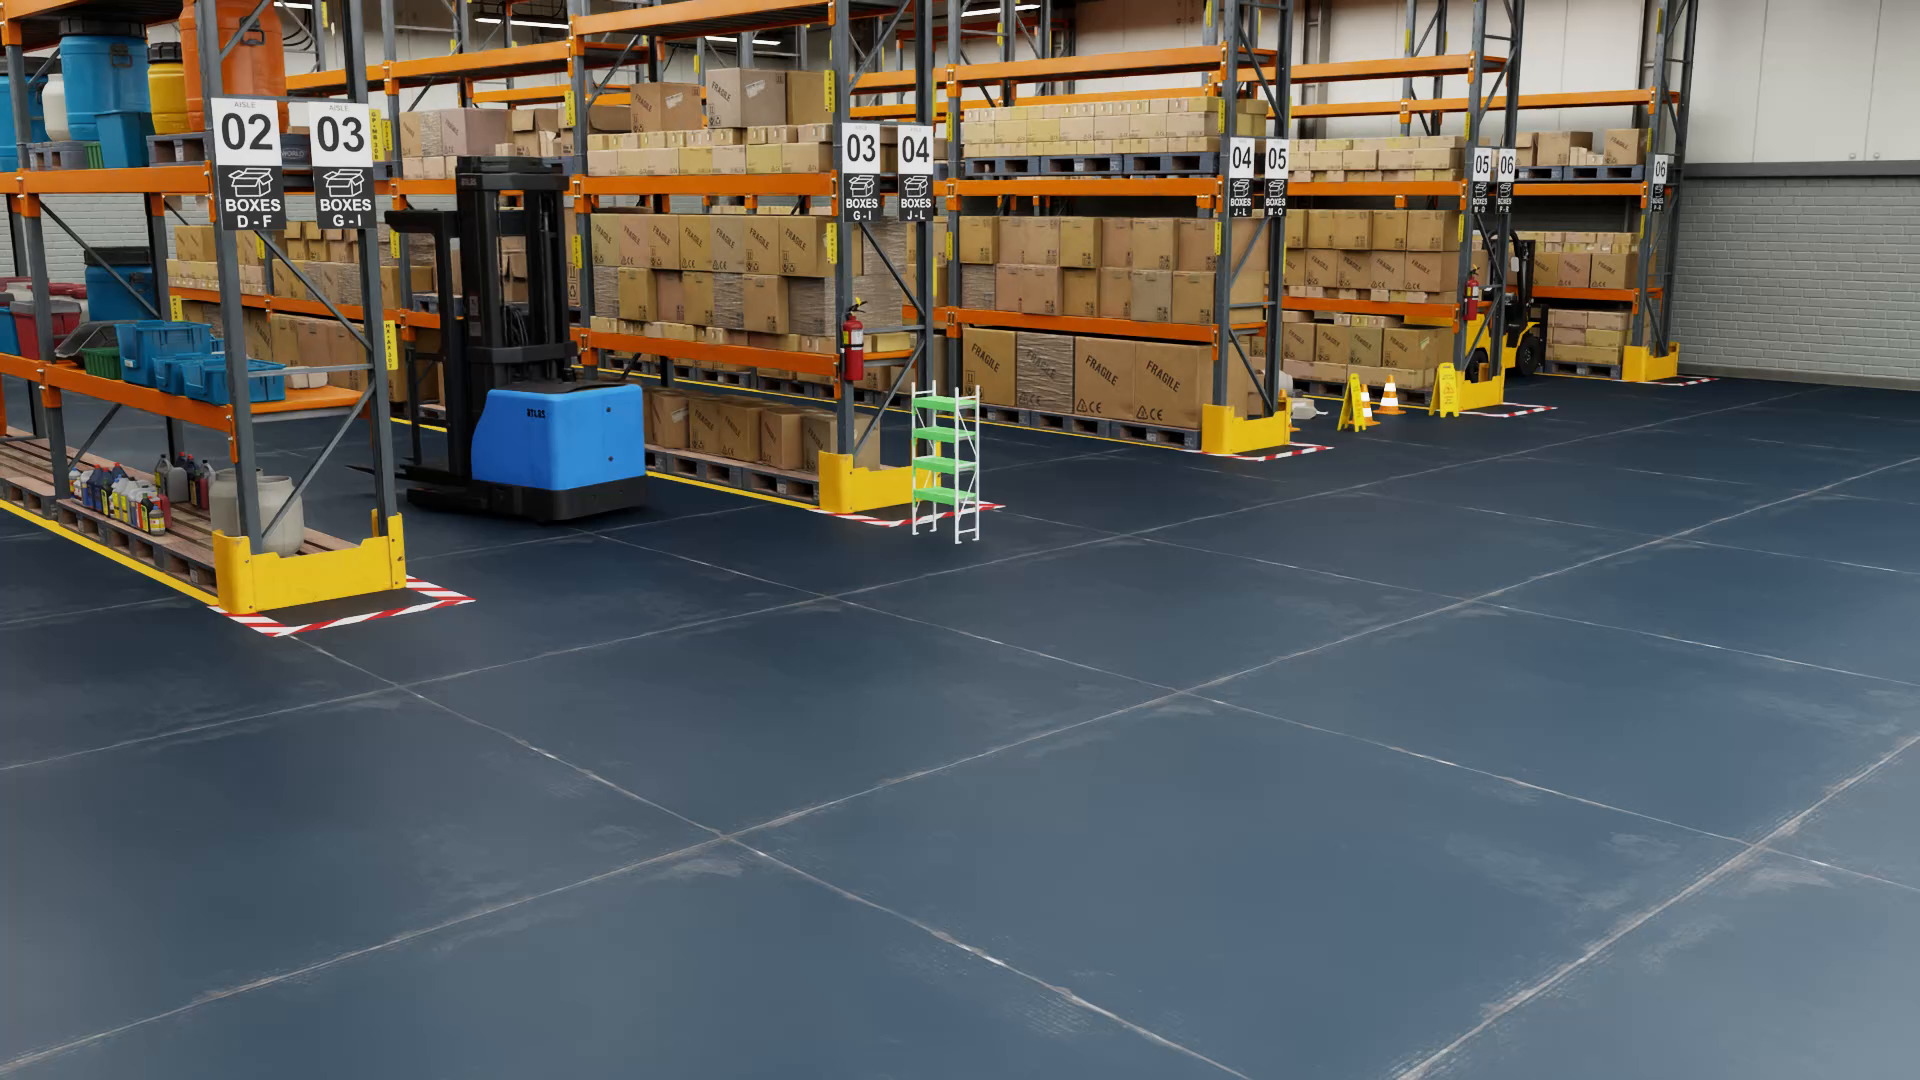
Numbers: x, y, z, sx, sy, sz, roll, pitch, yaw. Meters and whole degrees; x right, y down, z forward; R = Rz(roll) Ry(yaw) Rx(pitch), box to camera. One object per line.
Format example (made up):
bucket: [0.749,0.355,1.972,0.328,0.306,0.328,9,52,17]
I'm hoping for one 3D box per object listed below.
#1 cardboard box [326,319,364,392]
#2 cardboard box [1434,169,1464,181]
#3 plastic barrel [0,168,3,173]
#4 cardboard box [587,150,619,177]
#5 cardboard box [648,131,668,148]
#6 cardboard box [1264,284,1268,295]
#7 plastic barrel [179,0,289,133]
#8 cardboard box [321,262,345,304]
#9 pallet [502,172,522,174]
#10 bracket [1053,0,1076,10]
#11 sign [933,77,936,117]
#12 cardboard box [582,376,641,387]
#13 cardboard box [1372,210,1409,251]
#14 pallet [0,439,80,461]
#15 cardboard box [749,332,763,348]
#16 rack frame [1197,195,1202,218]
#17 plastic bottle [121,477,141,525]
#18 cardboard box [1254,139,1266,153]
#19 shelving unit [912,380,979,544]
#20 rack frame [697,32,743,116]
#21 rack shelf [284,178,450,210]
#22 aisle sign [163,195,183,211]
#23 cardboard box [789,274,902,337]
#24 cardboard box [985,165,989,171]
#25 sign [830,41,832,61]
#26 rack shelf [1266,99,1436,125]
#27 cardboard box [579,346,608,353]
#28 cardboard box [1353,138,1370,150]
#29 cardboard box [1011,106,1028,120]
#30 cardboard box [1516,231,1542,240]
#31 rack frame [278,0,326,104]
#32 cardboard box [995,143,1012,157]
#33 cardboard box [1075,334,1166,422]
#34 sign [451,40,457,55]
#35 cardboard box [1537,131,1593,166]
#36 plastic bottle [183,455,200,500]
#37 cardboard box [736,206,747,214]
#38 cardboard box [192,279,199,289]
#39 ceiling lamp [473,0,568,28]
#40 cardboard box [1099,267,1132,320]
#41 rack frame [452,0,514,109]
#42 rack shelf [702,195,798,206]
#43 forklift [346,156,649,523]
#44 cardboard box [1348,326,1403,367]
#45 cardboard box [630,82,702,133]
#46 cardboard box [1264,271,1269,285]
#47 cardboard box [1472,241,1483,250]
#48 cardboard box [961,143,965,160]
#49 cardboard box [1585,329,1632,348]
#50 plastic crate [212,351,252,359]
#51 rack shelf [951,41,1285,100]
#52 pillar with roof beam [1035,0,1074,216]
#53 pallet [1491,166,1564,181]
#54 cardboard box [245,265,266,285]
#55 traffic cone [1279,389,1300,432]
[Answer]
cardboard box: [-7.228,-2.347,21.096,1.225,0.875,0.875,-11,16,-42]
cardboard box: [6.087,-4.520,20.606,0.380,0.149,0.250,-11,16,-42]
plastic barrel: [-7.936,-3.528,13.924,0.600,0.901,0.600,0,12,0]
cardboard box: [-3.269,-3.658,16.171,0.500,0.250,0.500,11,16,43]
cardboard box: [-2.666,-3.711,15.443,0.380,0.149,0.250,-11,16,-44]
cardboard box: [4.322,-3.426,22.728,0.380,0.149,0.250,-10,15,-41]
plastic barrel: [-4.642,-3.028,10.637,0.600,0.830,0.708,-11,16,-43]
cardboard box: [-7.728,-3.257,21.040,0.500,0.500,0.500,-10,16,-41]
pallet: [-4.462,-3.997,17.909,1.213,0.211,1.003,-11,16,-43]
bracket: [2.037,-10.423,32.281,0.235,0.232,0.430,-11,16,-43]
sign: [-0.240,-3.753,14.093,0.100,0.325,0.005,-11,16,-43]
cardboard box: [-3.803,-1.447,17.608,0.500,0.500,0.700,10,15,41]
cardboard box: [5.681,-3.964,21.257,0.700,0.500,0.500,-11,16,-42]
pallet: [-9.232,-0.773,16.140,1.003,0.211,1.213,-11,16,-43]
cardboard box: [-1.664,-1.816,14.917,0.380,0.149,0.250,-11,16,-43]
rack frame: [4.598,-5.021,29.847,1.000,3.000,0.127,-11,16,-43]
plastic bottle: [-6.167,-0.299,12.404,0.144,0.351,0.185,-10,15,-40]
cardboard box: [3.020,-4.152,17.530,0.380,0.149,0.250,-11,16,-42]
shelving unit: [-0.114,-0.612,12.908,0.258,1.200,0.503,-11,16,-43]
rack frame: [-4.514,-8.434,31.549,1.000,3.000,0.127,-11,16,-43]
rack shelf: [-7.538,-4.356,20.971,1.077,0.370,4.000,-11,16,-43]
aisle sign: [-11.948,-5.357,25.037,0.394,0.787,0.004,-11,16,-43]
cardboard box: [-0.992,-2.059,14.485,0.875,0.500,0.500,-11,16,-43]
cardboard box: [0.641,-6.088,26.296,0.637,0.503,0.797,11,16,42]
sign: [-2.170,-8.312,28.247,0.100,0.325,0.005,-11,16,-43]
rack shelf: [5.980,-7.119,27.938,1.077,0.370,4.000,-11,16,-43]
cardboard box: [-5.779,-3.027,26.193,0.380,0.149,0.250,-11,16,-42]
cardboard box: [5.285,-5.106,21.475,0.250,0.149,0.380,11,16,44]
cardboard box: [0.796,-4.820,18.797,0.380,0.149,0.250,-11,16,-43]
cardboard box: [8.660,-4.611,25.268,0.380,0.149,0.250,-11,16,-42]
rack frame: [-8.919,-6.469,22.012,1.000,3.000,0.127,-11,16,-43]
cardboard box: [0.620,-4.466,19.056,0.380,0.149,0.250,-11,16,-43]
cardboard box: [1.900,-1.839,18.630,0.875,0.875,0.875,-11,16,-43]
sign: [-8.417,-8.150,27.660,0.100,0.325,0.005,-11,16,-43]
cardboard box: [9.006,-5.820,24.757,0.700,0.500,0.500,-11,16,-42]
plastic bottle: [-6.191,-0.510,13.426,0.185,0.351,0.144,11,16,42]
cardboard box: [-3.945,-6.144,30.965,0.250,0.149,0.380,11,16,43]
cardboard box: [-10.964,-3.744,24.275,0.380,0.149,0.250,-11,16,-44]
ceiling lamp: [-8.121,-11.347,31.221,2.000,3.185,0.800,-11,16,-43]
cardboard box: [2.045,-2.754,18.474,0.875,0.550,0.550,-11,16,-43]
rack frame: [-8.024,-7.730,28.129,1.000,3.000,0.127,-11,16,-43]
rack shelf: [-3.133,-6.321,30.507,1.077,0.370,4.000,-11,16,-43]
forklift: [-4.143,-1.776,14.270,3.031,2.935,1.130,8,14,34]
cardboard box: [5.431,-2.543,21.738,0.500,0.500,0.500,-10,15,-40]
cardboard box: [-2.899,-4.242,16.411,0.500,0.500,0.500,11,16,43]
cardboard box: [4.239,-3.766,22.773,0.500,0.500,0.500,-11,16,-43]
cardboard box: [8.067,-4.564,25.774,0.380,0.149,0.250,-11,16,-43]
cardboard box: [0.027,-4.821,20.489,0.258,0.266,0.396,-11,16,-43]
cardboard box: [9.561,-2.984,24.498,0.500,0.250,0.500,-11,16,-43]
plastic crate: [-5.672,-1.343,12.648,0.530,0.136,0.437,-11,16,-43]
rack shelf: [1.644,-5.138,18.325,1.077,0.370,4.000,-11,16,-43]
pillar with roof beam: [-1.107,-8.170,30.266,9.100,9.000,0.548,-11,16,-43]
pallet: [8.807,-5.564,25.269,1.003,0.211,1.213,-11,16,-43]
cardboard box: [-9.414,-3.631,22.738,0.500,0.250,0.500,-11,16,-44]
traffic cone: [3.686,-1.489,18.993,0.336,0.463,0.334,-11,16,-43]
